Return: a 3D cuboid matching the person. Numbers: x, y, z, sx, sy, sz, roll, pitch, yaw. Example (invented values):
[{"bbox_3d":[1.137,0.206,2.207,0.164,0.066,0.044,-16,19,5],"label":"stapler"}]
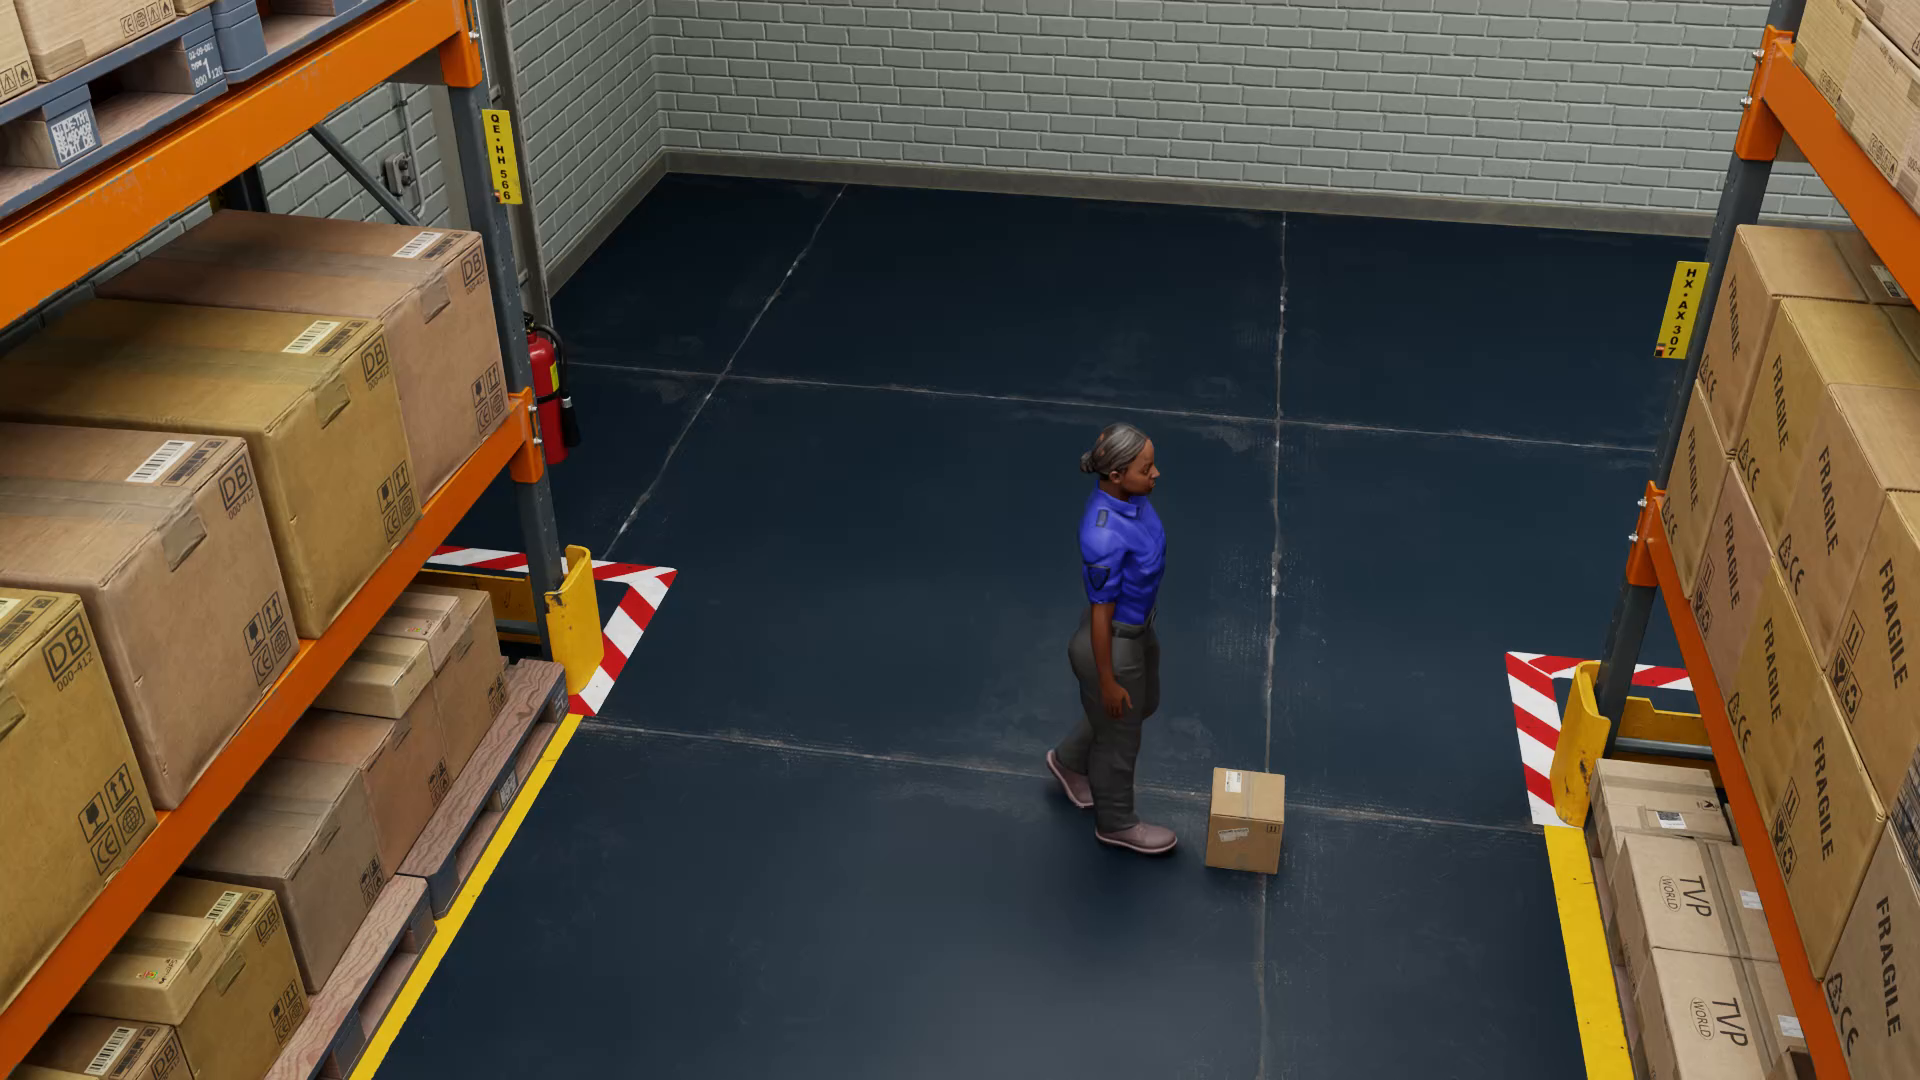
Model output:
[{"bbox_3d":[0.523,0.360,5.582,0.536,1.674,0.480,9,34,13],"label":"person"}]
